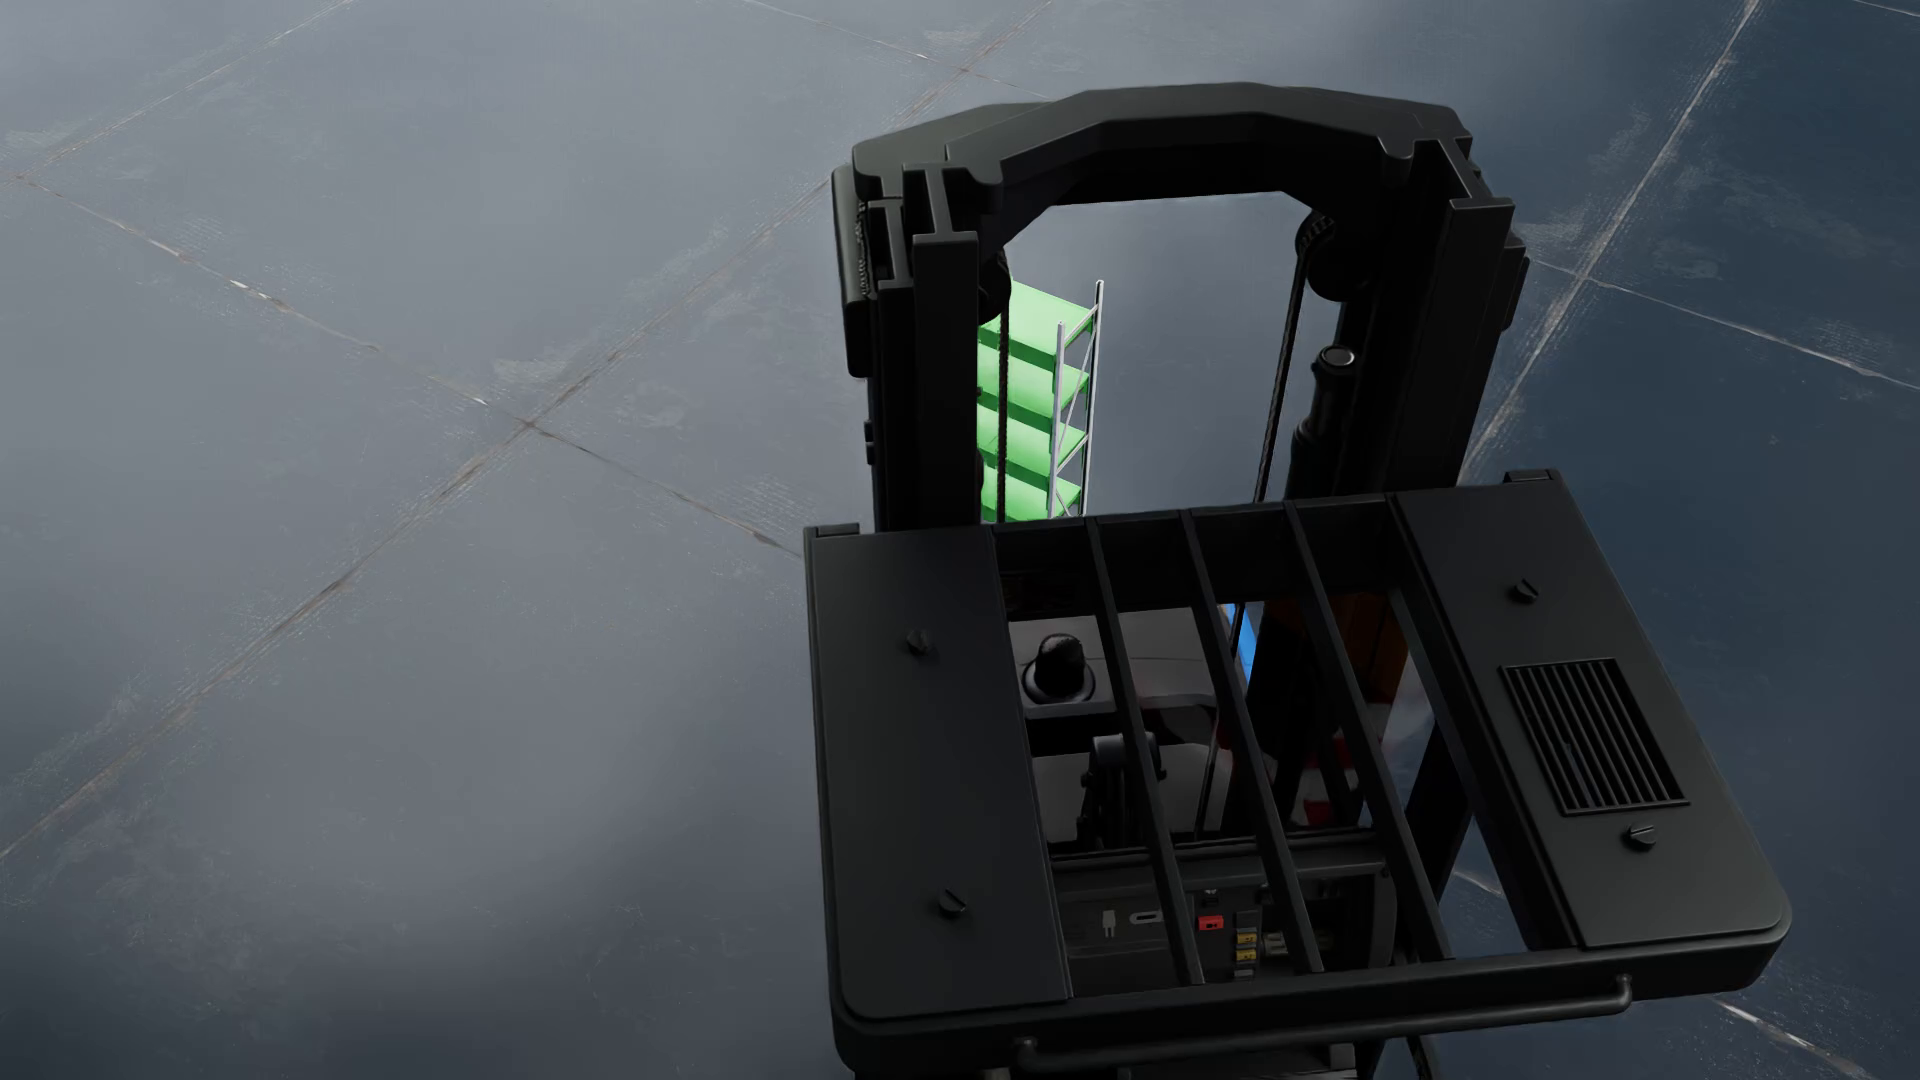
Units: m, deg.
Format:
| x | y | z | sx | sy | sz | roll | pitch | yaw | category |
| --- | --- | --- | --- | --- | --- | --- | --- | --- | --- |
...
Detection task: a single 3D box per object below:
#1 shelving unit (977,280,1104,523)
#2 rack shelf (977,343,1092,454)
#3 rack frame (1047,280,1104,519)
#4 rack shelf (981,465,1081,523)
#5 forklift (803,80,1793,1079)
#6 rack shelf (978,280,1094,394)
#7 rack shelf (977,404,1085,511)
| x | y | z | sx | sy | sz | roll | pitch | yaw | category |
| --- | --- | --- | --- | --- | --- | --- | --- | --- | --- |
| 0.139 | -0.354 | 5.257 | 0.503 | 1.200 | 0.258 | 25 | 51 | 22 | shelving unit |
| 0.139 | -0.477 | 5.131 | 0.480 | 0.148 | 0.258 | 25 | 51 | 22 | rack shelf |
| 0.345 | -0.260 | 5.166 | 0.015 | 1.200 | 0.240 | 25 | 51 | 22 | rack frame |
| 0.139 | -0.142 | 5.475 | 0.480 | 0.148 | 0.258 | 25 | 51 | 22 | rack shelf |
| 0.354 | 0.872 | 2.859 | 1.130 | 2.935 | 3.031 | -5 | 46 | -4 | forklift |
| 0.139 | -0.644 | 4.959 | 0.480 | 0.148 | 0.258 | 25 | 51 | 22 | rack shelf |
| 0.139 | -0.310 | 5.303 | 0.480 | 0.148 | 0.258 | 25 | 51 | 22 | rack shelf |
